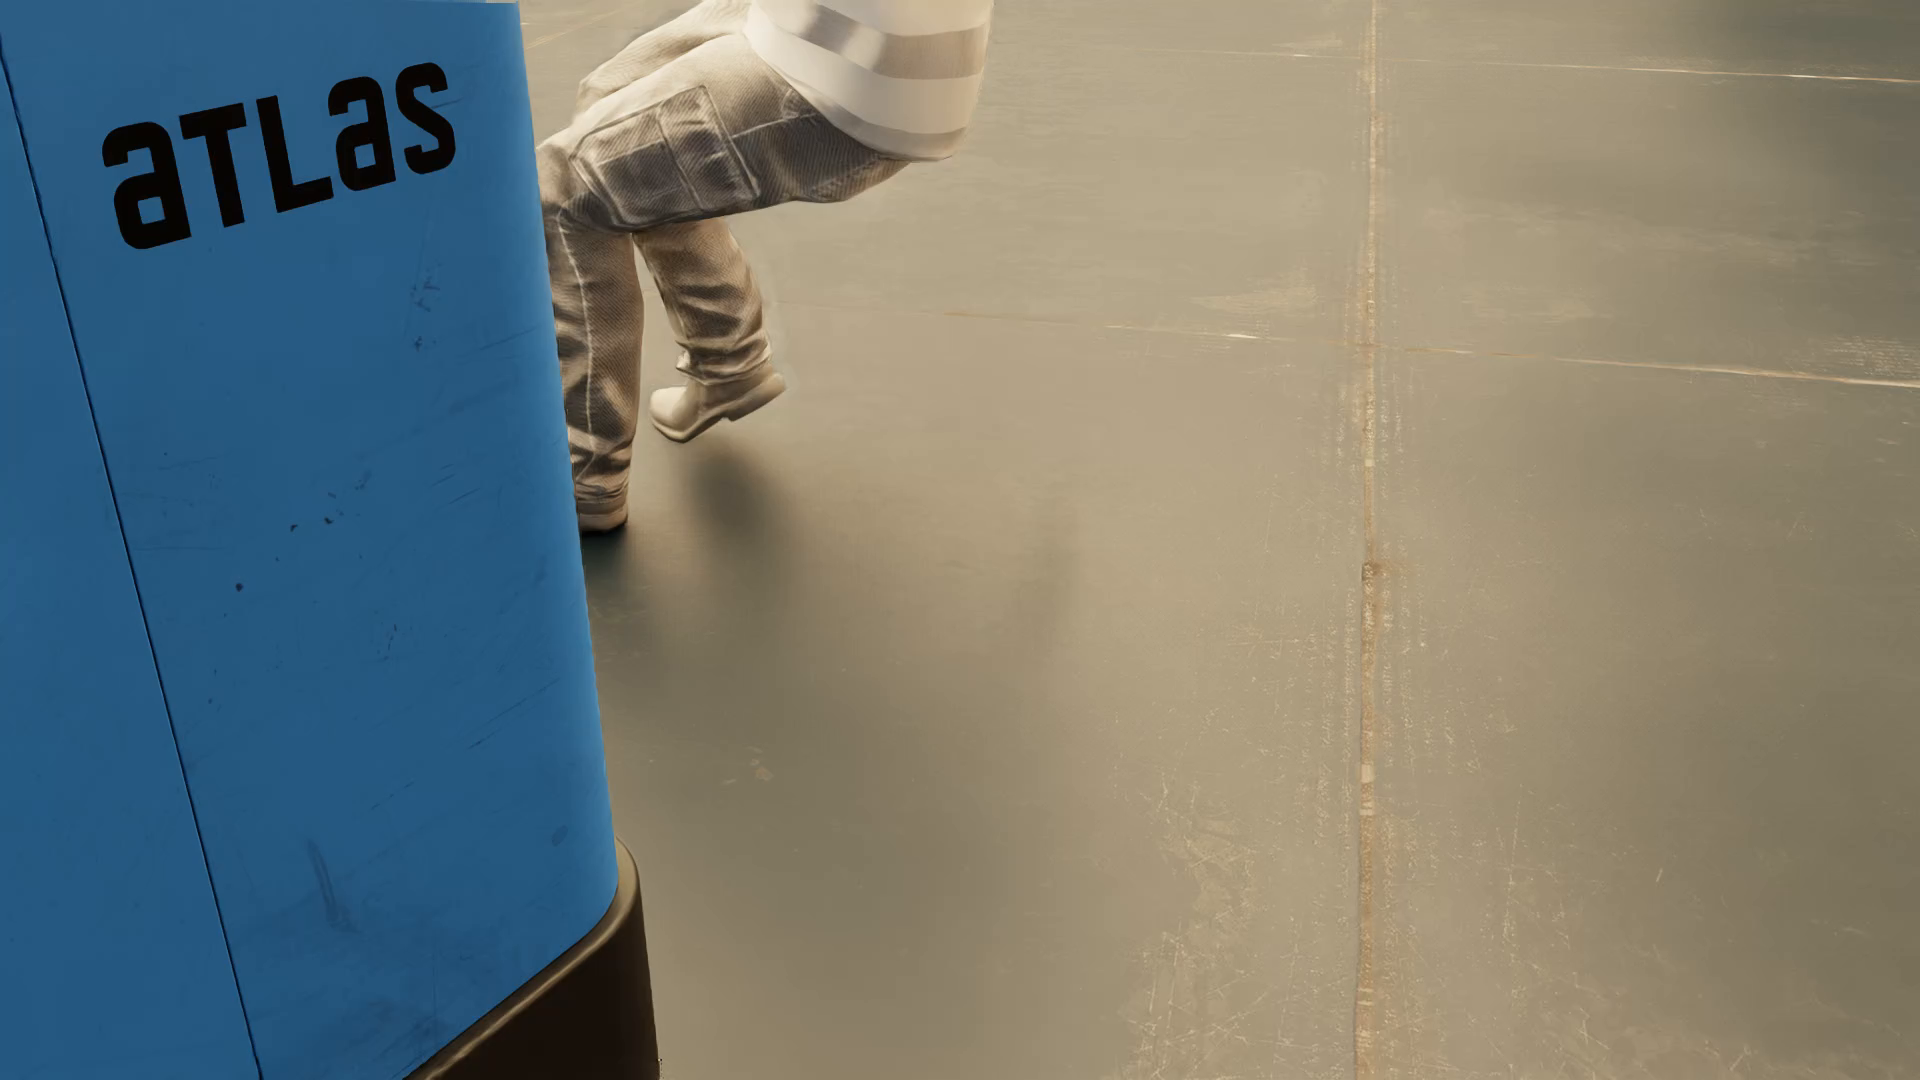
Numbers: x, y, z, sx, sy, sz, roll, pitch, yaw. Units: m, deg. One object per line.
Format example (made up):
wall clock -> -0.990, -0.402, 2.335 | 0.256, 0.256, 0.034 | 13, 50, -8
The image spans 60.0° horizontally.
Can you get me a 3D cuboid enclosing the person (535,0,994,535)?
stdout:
person -> -0.366, -0.742, 2.272 | 0.882, 1.543, 1.027 | 1, 27, 2
